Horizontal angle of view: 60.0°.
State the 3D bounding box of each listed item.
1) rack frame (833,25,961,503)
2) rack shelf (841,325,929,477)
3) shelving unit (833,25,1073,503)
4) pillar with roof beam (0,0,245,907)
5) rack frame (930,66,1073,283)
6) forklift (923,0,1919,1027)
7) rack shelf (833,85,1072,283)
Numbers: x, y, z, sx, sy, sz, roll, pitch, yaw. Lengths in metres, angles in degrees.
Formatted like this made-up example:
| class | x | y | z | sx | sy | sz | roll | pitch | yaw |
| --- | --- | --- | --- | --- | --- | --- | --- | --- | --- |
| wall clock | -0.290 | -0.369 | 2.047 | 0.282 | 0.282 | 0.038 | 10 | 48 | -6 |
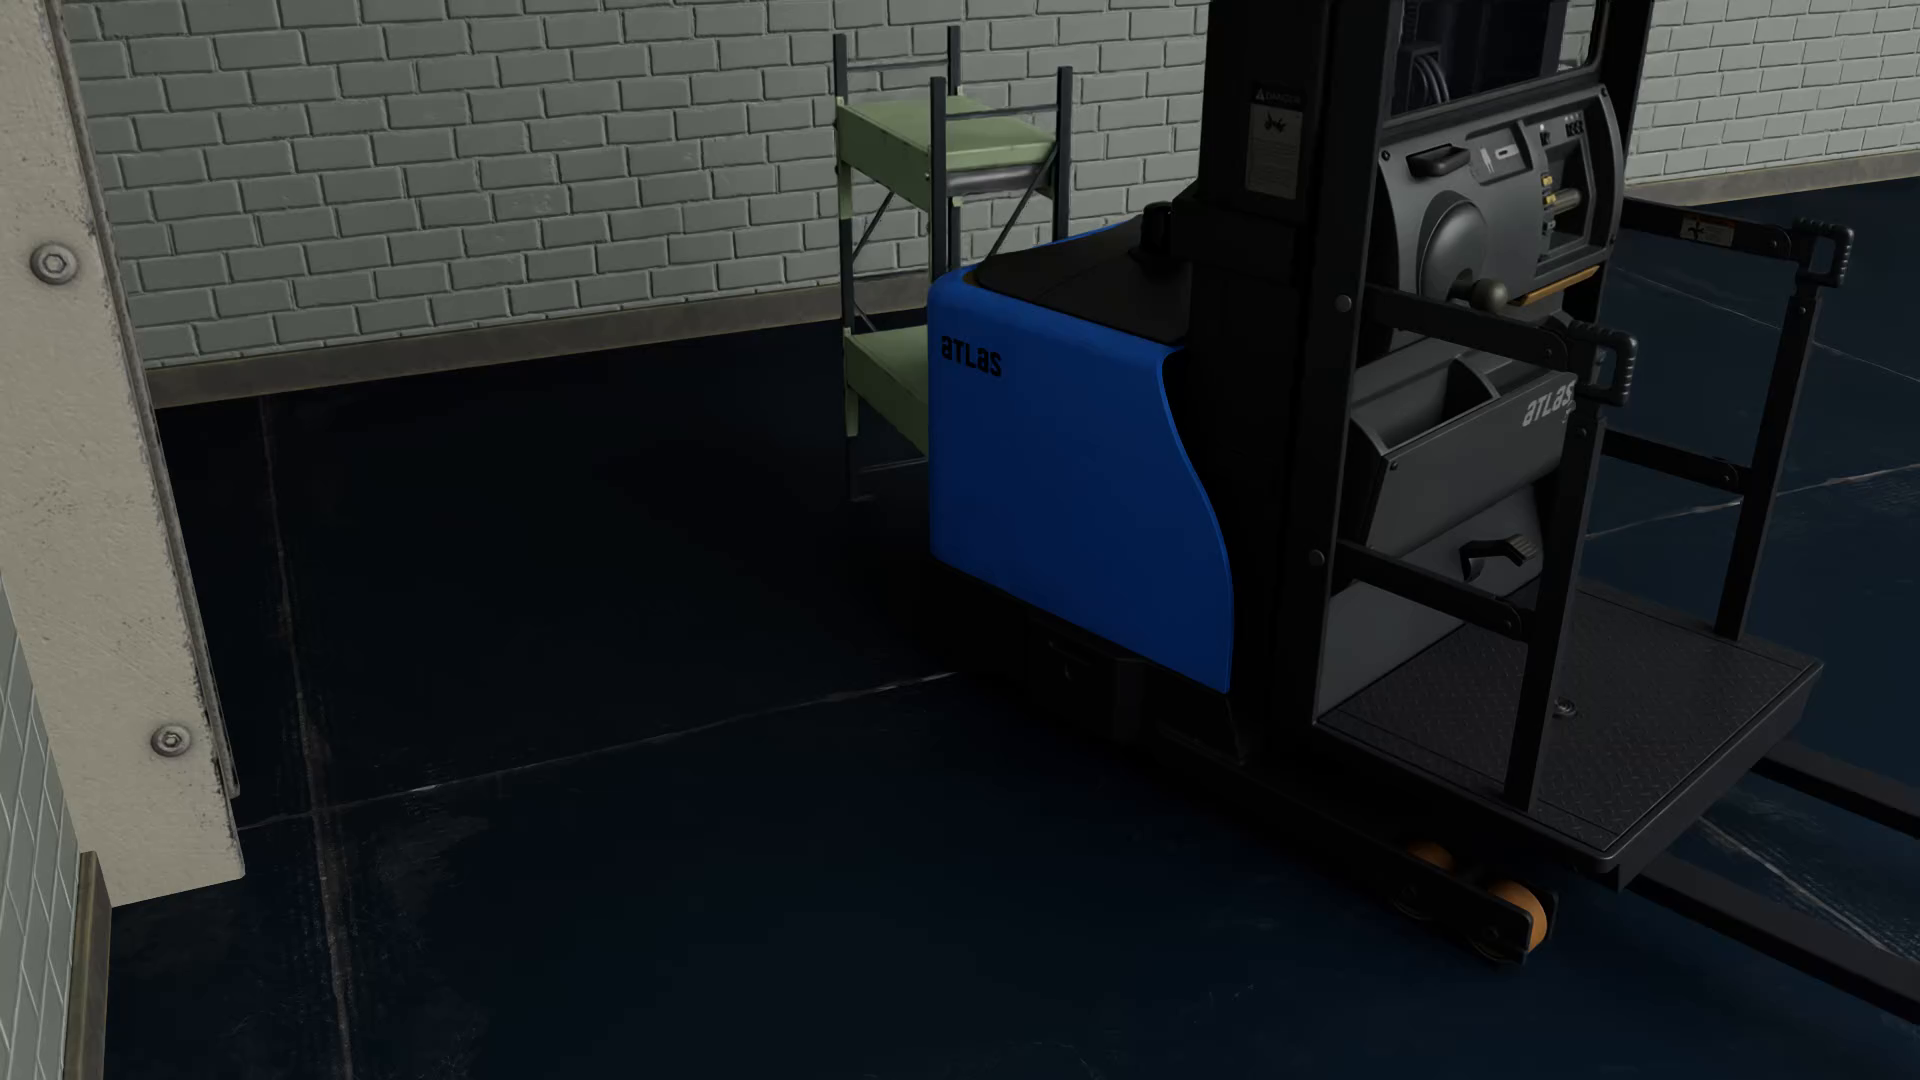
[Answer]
| class | x | y | z | sx | sy | sz | roll | pitch | yaw |
| --- | --- | --- | --- | --- | --- | --- | --- | --- | --- |
| rack frame | -0.185 | -0.836 | 5.253 | 0.400 | 1.500 | 0.023 | -11 | 28 | -21 |
| rack shelf | -0.037 | -0.396 | 5.095 | 0.431 | 0.370 | 0.720 | -11 | 28 | -21 |
| shelving unit | -0.037 | -0.689 | 4.952 | 0.431 | 1.500 | 0.755 | -11 | 28 | -21 |
| pillar with roof beam | 2.146 | -4.085 | 3.361 | 9.100 | 9.000 | 0.400 | -11 | 28 | -21 |
| rack frame | 0.111 | -0.542 | 4.652 | 0.400 | 1.500 | 0.023 | -11 | 28 | -21 |
| forklift | 1.291 | -0.697 | 3.337 | 1.130 | 2.935 | 3.031 | -23 | 34 | -39 |
| rack shelf | -0.037 | -1.040 | 4.781 | 0.431 | 0.370 | 0.720 | -11 | 28 | -21 |
